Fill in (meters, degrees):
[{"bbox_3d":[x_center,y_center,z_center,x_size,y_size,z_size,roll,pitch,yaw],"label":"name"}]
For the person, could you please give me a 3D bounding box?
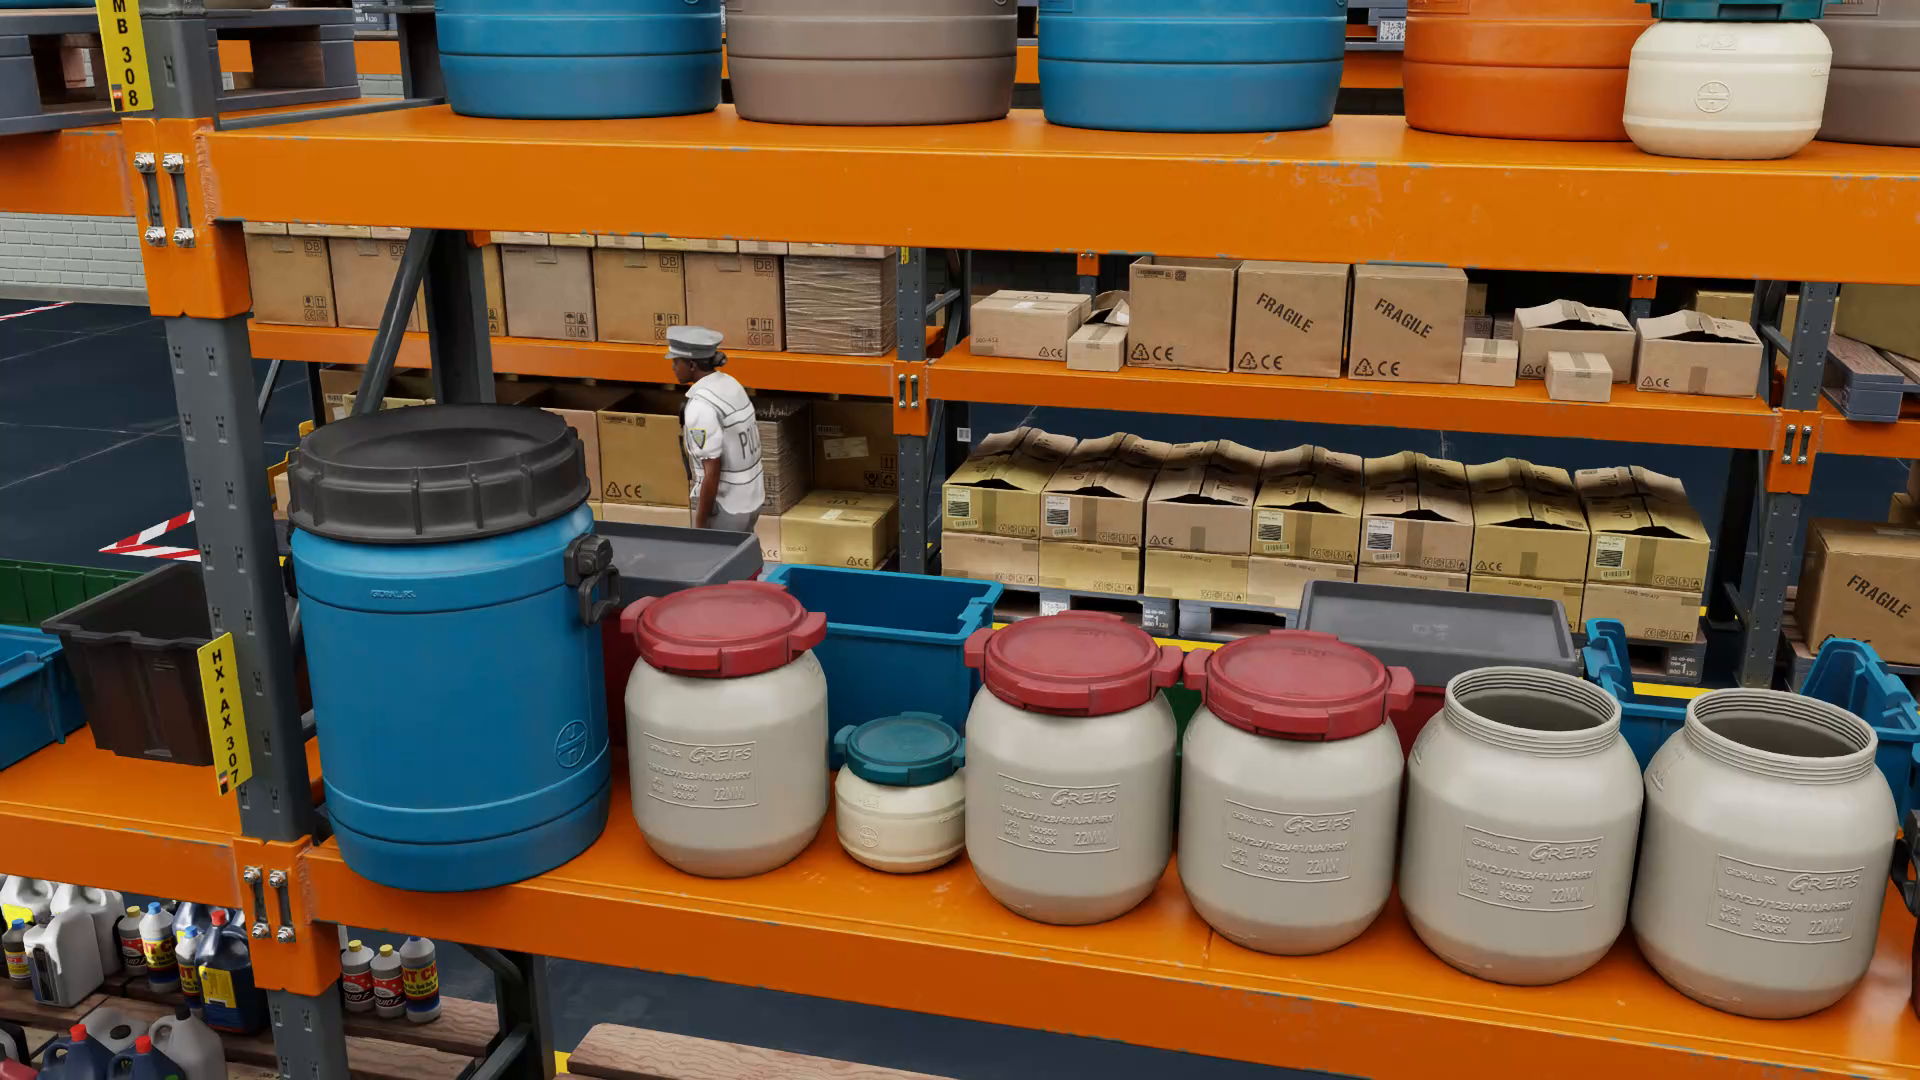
[{"bbox_3d":[-1.085,-0.142,7.486,0.398,1.660,0.530,3,19,10],"label":"person"}]
